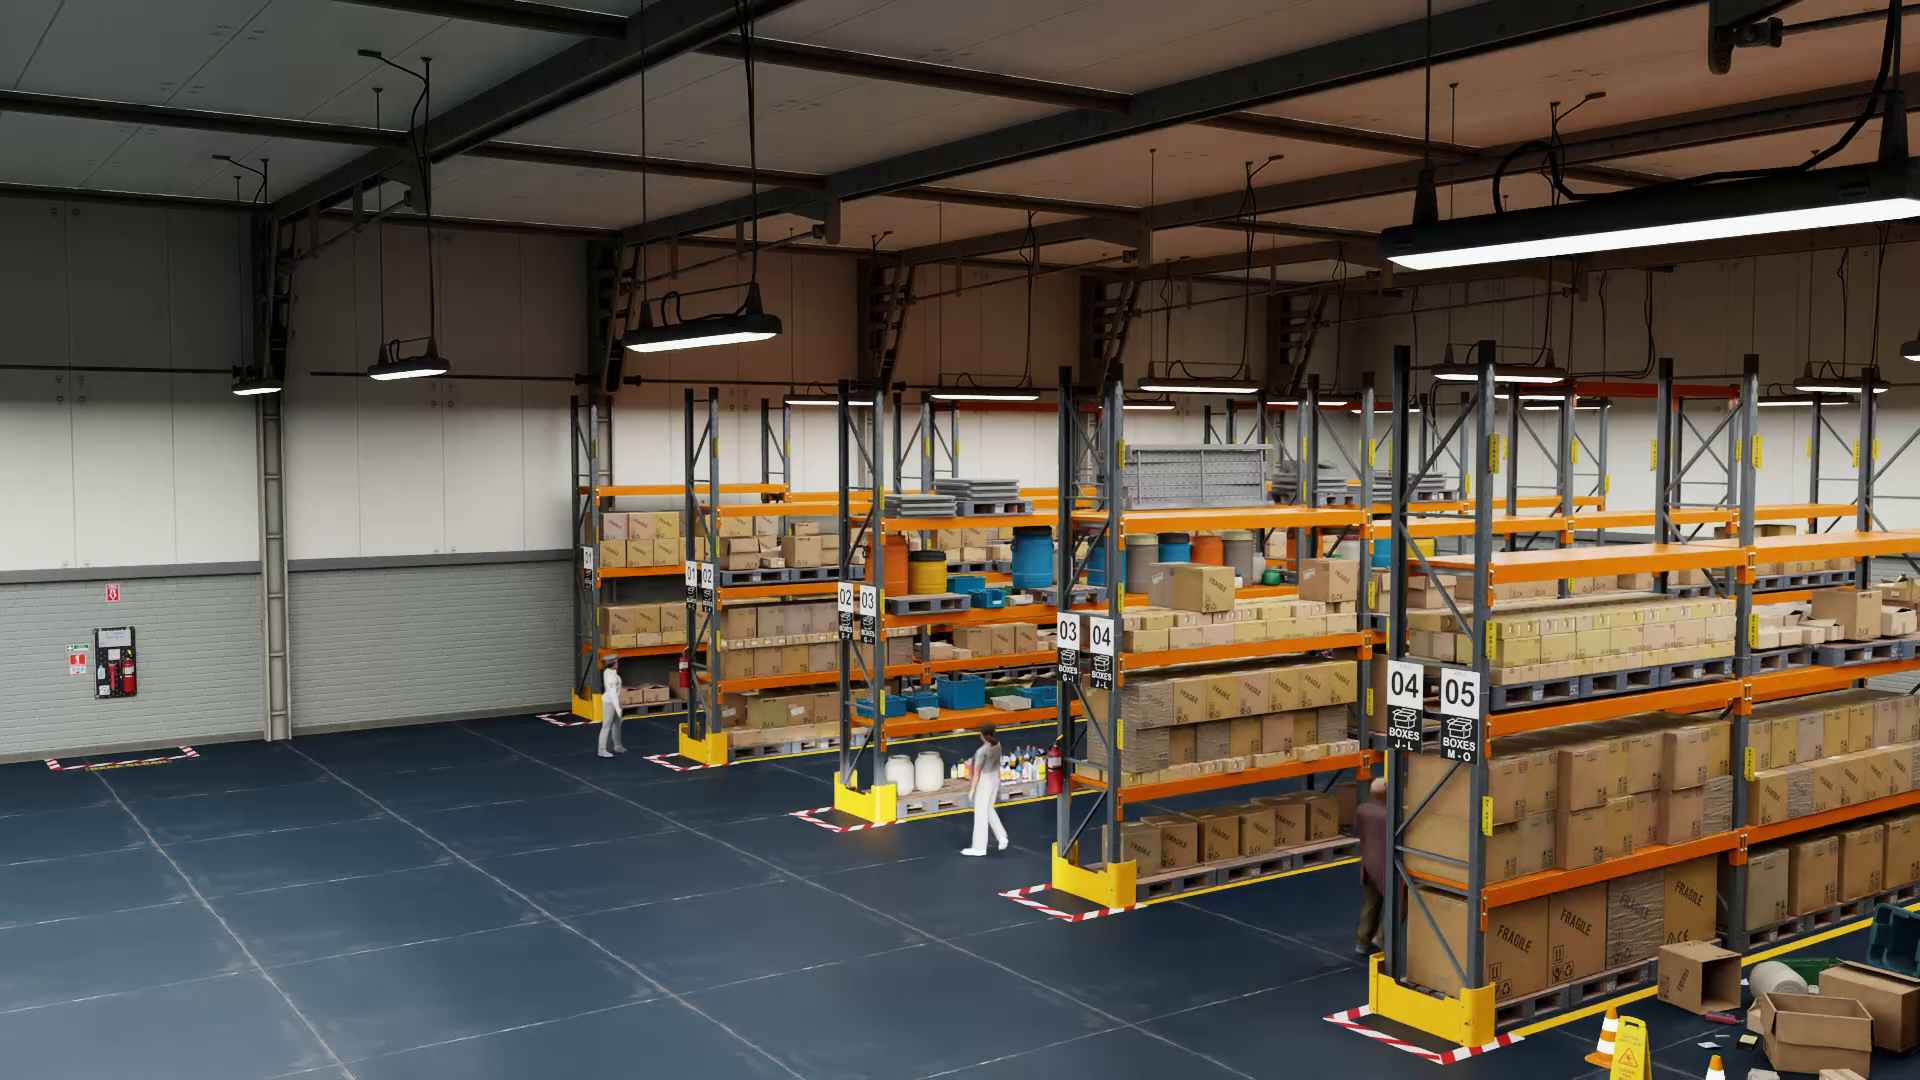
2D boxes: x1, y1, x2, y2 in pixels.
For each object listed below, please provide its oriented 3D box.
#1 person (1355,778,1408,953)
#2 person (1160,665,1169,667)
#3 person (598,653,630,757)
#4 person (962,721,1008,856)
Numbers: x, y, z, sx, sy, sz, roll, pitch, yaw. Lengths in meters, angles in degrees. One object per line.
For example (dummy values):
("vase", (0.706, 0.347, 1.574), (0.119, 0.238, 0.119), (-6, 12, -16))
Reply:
("person", (4.220, 3.283, 16.592), (0.511, 1.827, 0.623), (0, 3, -4))
("person", (3.767, 2.512, 30.062), (0.383, 1.762, 0.570), (1, 4, 19))
("person", (-5.694, 2.709, 27.280), (0.444, 1.718, 0.643), (0, 3, -2))
("person", (0.335, 3.075, 20.717), (0.483, 1.669, 0.557), (2, 4, 28))
